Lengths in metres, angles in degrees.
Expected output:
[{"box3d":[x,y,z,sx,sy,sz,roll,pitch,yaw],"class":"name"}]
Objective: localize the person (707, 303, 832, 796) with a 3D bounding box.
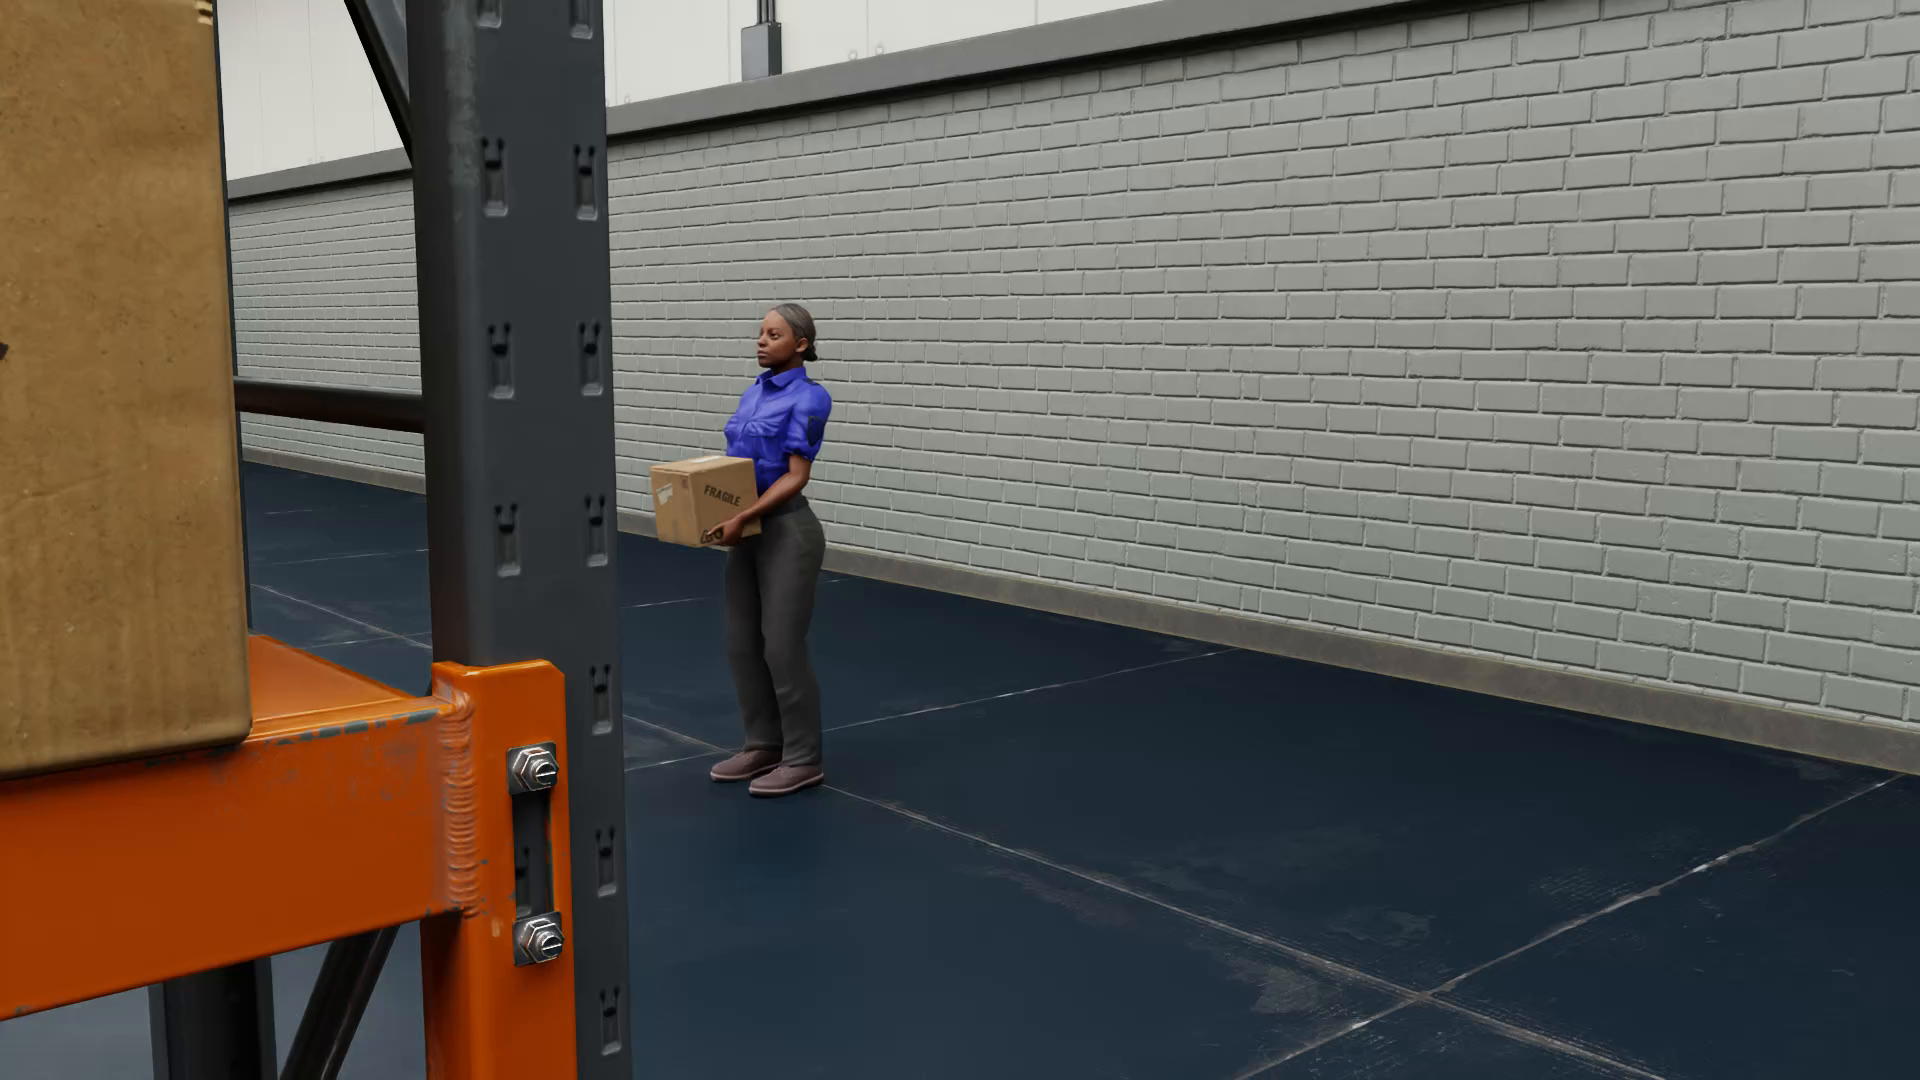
[{"box3d":[-0.700,0.029,5.630,0.522,1.646,0.450,-6,10,-40],"class":"person"}]
